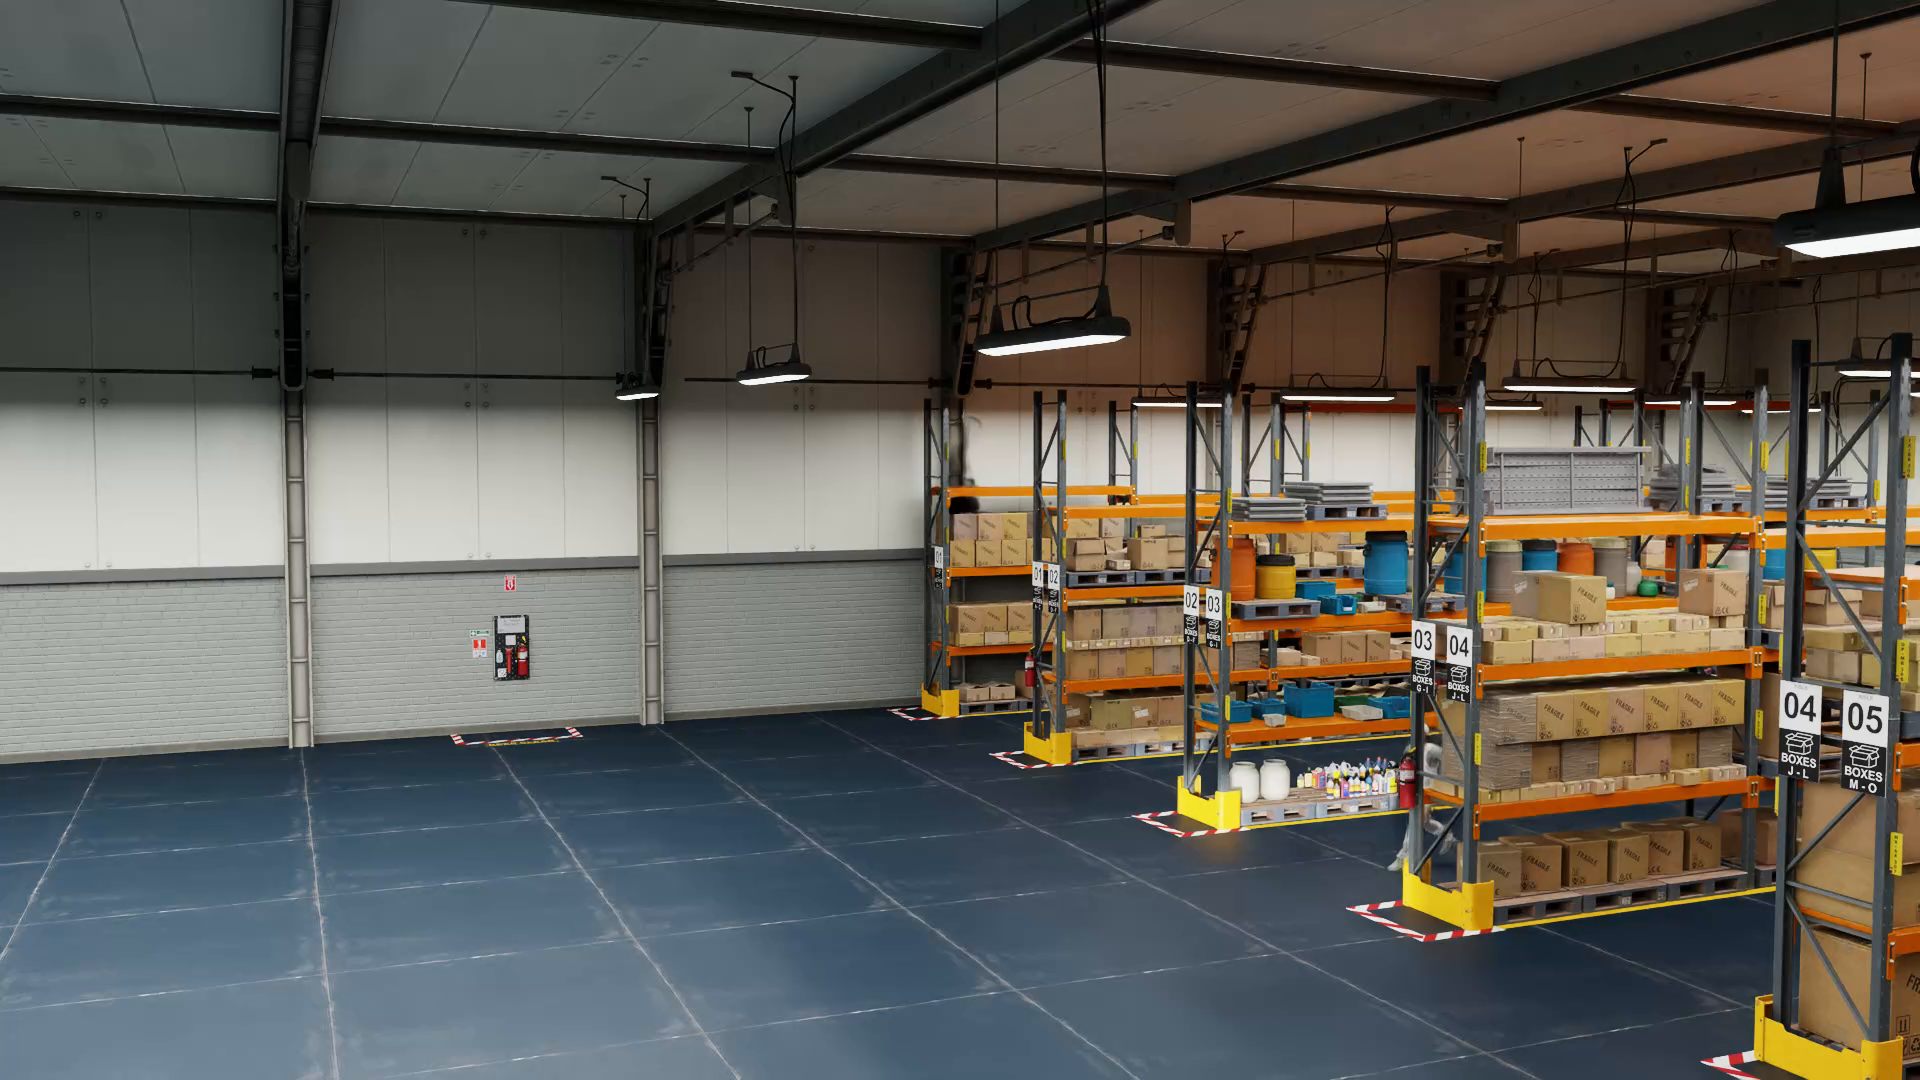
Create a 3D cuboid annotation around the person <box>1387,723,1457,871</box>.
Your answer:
[{"bbox_3d":[5.636,3.079,20.174,1.053,1.783,0.686,-2,4,-27],"label":"person"}]

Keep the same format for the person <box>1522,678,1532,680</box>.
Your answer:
[{"bbox_3d":[9.654,2.638,28.018,0.817,1.787,0.688,-2,4,-36],"label":"person"}]
